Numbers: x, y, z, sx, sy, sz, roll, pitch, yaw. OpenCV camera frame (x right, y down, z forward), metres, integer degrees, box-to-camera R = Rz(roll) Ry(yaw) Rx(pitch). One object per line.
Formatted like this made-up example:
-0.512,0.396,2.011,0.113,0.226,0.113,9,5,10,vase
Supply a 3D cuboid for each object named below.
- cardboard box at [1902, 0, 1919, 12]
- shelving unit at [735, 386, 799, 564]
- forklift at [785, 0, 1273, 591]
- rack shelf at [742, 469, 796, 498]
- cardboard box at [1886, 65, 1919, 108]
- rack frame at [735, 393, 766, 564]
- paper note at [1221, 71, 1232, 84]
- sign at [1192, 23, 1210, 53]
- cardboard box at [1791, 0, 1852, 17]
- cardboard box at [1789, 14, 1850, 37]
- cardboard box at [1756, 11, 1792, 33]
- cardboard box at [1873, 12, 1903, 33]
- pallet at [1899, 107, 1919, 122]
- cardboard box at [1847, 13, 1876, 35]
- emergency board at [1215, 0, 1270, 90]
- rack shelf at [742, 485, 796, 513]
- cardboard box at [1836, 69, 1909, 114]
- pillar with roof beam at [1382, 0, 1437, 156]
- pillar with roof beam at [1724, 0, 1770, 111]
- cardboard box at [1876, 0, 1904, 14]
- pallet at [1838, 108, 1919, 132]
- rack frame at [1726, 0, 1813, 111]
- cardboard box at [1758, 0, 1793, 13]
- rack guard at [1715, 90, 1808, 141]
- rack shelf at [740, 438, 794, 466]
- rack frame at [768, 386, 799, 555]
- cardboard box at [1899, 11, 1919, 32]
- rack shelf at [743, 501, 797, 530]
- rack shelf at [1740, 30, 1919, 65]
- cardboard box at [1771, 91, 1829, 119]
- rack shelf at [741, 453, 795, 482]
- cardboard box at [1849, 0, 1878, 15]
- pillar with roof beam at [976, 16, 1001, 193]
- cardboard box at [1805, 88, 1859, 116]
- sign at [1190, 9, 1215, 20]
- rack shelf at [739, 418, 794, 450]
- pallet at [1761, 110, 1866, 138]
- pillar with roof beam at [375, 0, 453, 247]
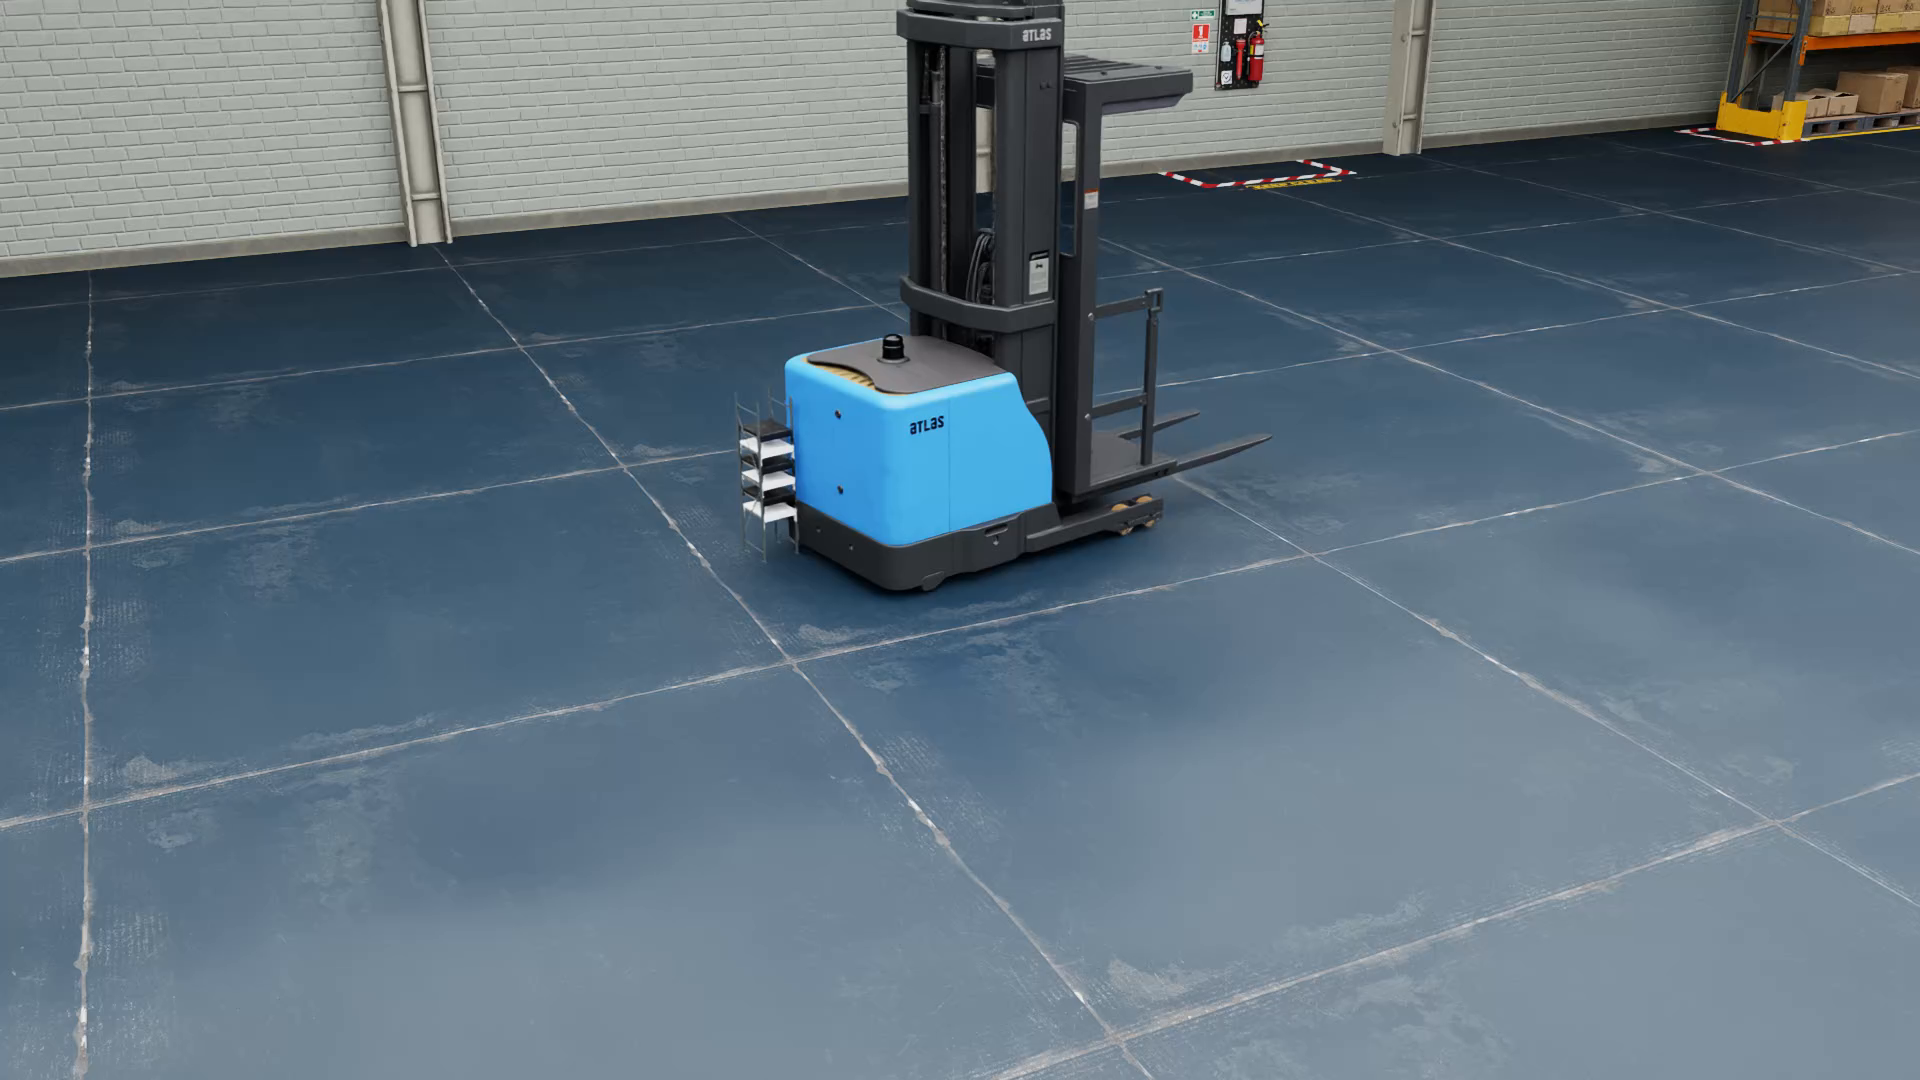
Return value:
12.693,-7.402,22.399,0.500,0.500,0.500,-10,24,-22,cardboard box
-1.034,-0.347,8.912,0.210,0.900,0.258,-16,27,-33,shelving unit
0.530,-1.531,9.115,3.031,2.935,1.130,-17,28,-35,forklift
-1.034,-0.316,8.925,0.200,0.077,0.258,-16,27,-33,rack shelf
13.441,-6.414,23.516,0.500,0.500,0.500,-12,26,-28,cardboard box
-1.116,-0.324,8.856,0.006,0.900,0.240,-16,27,-33,rack frame
3.171,-5.498,19.761,0.142,0.148,0.016,-10,25,-24,paper note
2.818,-5.870,19.463,0.234,0.329,0.001,-10,25,-24,sign
11.315,-7.150,21.791,0.500,0.500,0.500,-10,25,-24,cardboard box
11.332,-6.799,21.924,0.500,0.250,0.500,-11,25,-25,cardboard box
11.092,-6.972,22.342,0.500,0.250,0.500,-10,25,-23,cardboard box
12.255,-6.973,22.343,0.500,0.250,0.500,-11,25,-24,cardboard box
13.769,-6.139,23.806,1.213,0.211,1.003,-10,25,-24,pallet
11.794,-6.891,22.144,0.500,0.250,0.500,-11,25,-25,cardboard box
3.360,-5.910,19.606,0.643,1.169,0.194,-10,25,-24,emergency board
-1.034,-0.233,8.959,0.200,0.077,0.258,-16,27,-33,rack shelf
12.613,-6.219,23.045,0.500,0.500,0.700,-12,25,-27,cardboard box
7.471,-7.595,15.833,0.400,9.000,9.100,-10,25,-24,pillar with roof beam
12.877,-8.591,18.237,0.400,9.000,9.100,-10,25,-24,pillar with roof beam
12.233,-7.312,22.182,0.500,0.500,0.500,-11,25,-25,cardboard box
12.668,-5.936,23.313,1.213,0.211,1.003,-10,25,-24,pallet
10.754,-6.888,21.968,0.127,3.000,1.000,-10,25,-24,rack frame
11.087,-7.326,22.215,0.500,0.500,0.500,-11,25,-24,cardboard box
10.823,-5.746,22.477,0.348,0.500,1.175,-10,25,-24,rack guard
-1.034,-0.483,8.856,0.200,0.077,0.258,-16,27,-33,rack shelf
-0.952,-0.370,8.968,0.006,0.900,0.240,-16,27,-33,rack frame
12.712,-7.056,22.544,0.500,0.250,0.500,-10,25,-23,cardboard box
-1.034,-0.150,8.994,0.200,0.077,0.258,-16,27,-33,rack shelf
12.557,-6.887,22.907,4.000,0.370,1.077,-10,25,-24,rack shelf
11.417,-5.933,22.601,0.500,0.311,0.500,-14,26,-30,cardboard box
-1.034,-0.400,8.891,0.200,0.077,0.258,-16,27,-33,rack shelf
11.765,-7.229,21.980,0.500,0.500,0.500,-10,25,-23,cardboard box
2.064,-6.600,13.429,0.400,9.000,9.100,-10,25,-24,pillar with roof beam
11.931,-6.027,22.829,0.500,0.311,0.500,-8,24,-19,cardboard box
2.826,-6.113,19.357,0.331,0.109,0.001,-10,25,-24,sign
-1.034,-0.566,8.822,0.200,0.077,0.258,-16,27,-33,rack shelf
11.570,-5.735,22.828,1.213,0.211,1.003,-10,25,-24,pallet
-3.342,-5.605,11.024,0.400,9.000,9.100,-10,25,-24,pillar with roof beam
